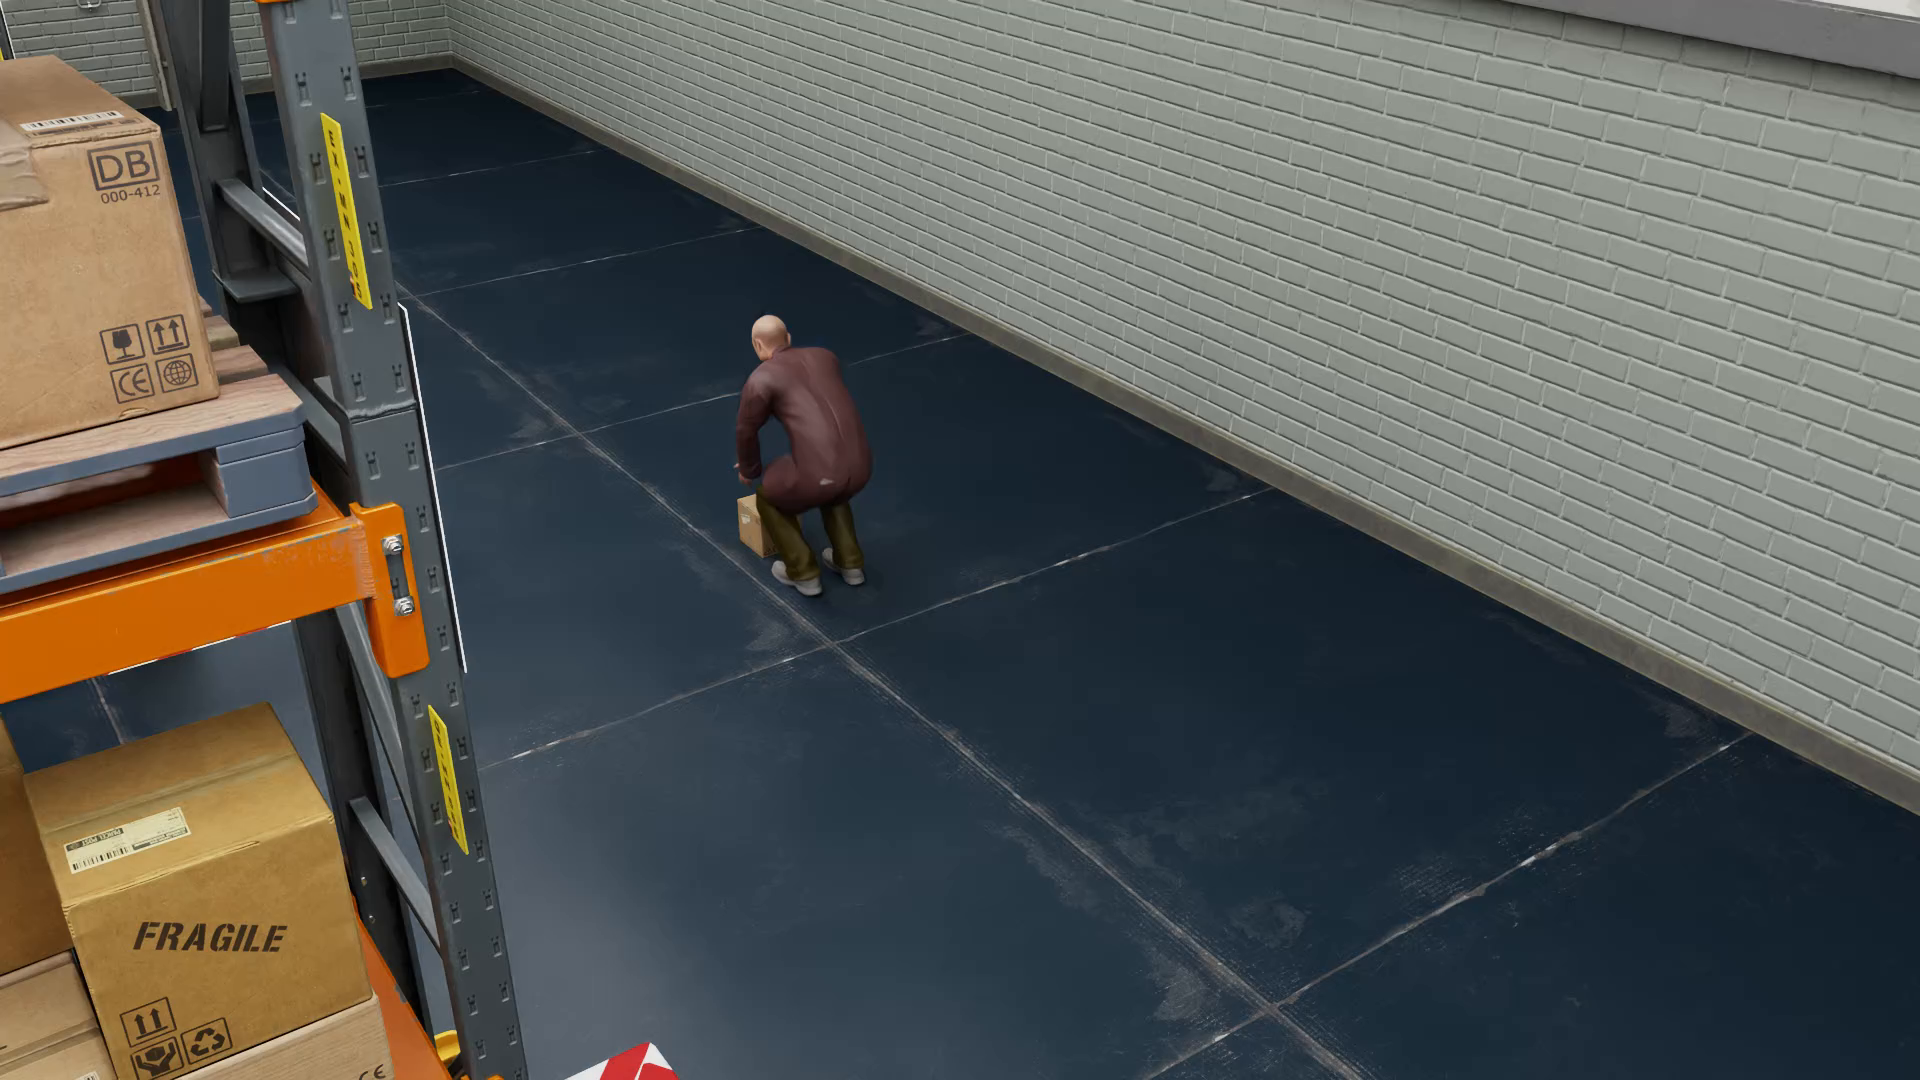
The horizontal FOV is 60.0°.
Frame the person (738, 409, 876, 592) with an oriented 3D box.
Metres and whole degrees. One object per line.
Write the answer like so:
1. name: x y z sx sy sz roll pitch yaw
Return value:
1. person: -0.809 -0.210 8.566 0.575 0.837 0.947 -20 34 -32
